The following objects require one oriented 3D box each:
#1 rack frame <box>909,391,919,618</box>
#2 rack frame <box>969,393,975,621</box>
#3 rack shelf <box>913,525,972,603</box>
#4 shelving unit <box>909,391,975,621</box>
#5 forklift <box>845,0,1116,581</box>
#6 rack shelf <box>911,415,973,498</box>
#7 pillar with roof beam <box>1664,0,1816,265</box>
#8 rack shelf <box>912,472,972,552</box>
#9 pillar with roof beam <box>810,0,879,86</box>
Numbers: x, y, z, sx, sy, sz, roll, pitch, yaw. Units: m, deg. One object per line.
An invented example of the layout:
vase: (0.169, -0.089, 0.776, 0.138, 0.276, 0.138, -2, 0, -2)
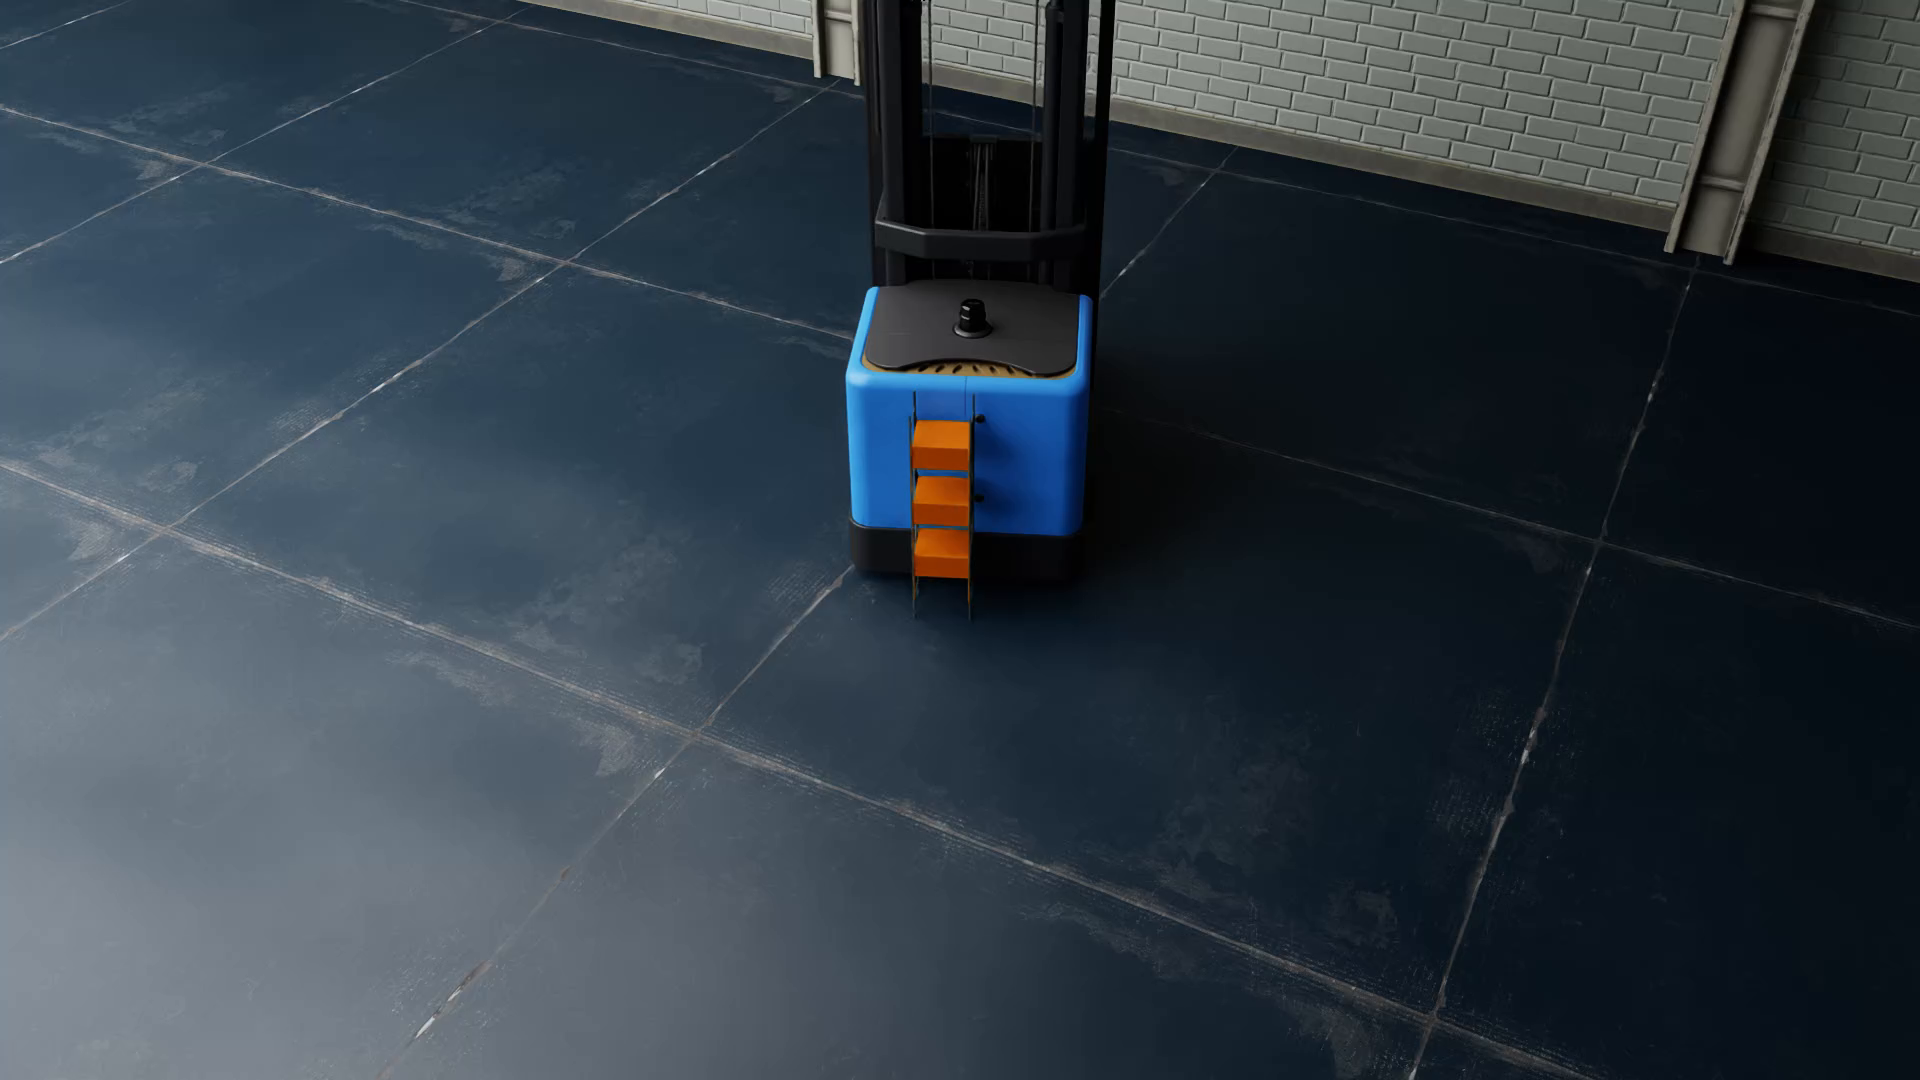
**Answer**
rack frame: (-0.194, -0.134, 7.059, 0.008, 1.050, 0.200, 3, 37, 4)
rack frame: (0.049, -0.123, 7.043, 0.008, 1.050, 0.200, 3, 37, 4)
rack shelf: (-0.072, 0.101, 7.226, 0.240, 0.259, 0.215, 3, 37, 4)
shelving unit: (-0.072, -0.129, 7.051, 0.252, 1.050, 0.215, 3, 37, 4)
forklift: (0.143, -1.861, 7.778, 1.130, 2.935, 3.031, 3, 37, 4)
rack shelf: (-0.072, -0.346, 6.886, 0.240, 0.259, 0.215, 3, 37, 4)
pillar with roof beam: (2.519, -3.046, 4.321, 0.400, 9.000, 9.100, 17, 41, 21)
rack shelf: (-0.072, -0.120, 7.057, 0.240, 0.259, 0.215, 3, 37, 4)
pillar with roof beam: (-2.809, -4.715, 6.518, 0.400, 9.000, 9.100, 17, 41, 21)
